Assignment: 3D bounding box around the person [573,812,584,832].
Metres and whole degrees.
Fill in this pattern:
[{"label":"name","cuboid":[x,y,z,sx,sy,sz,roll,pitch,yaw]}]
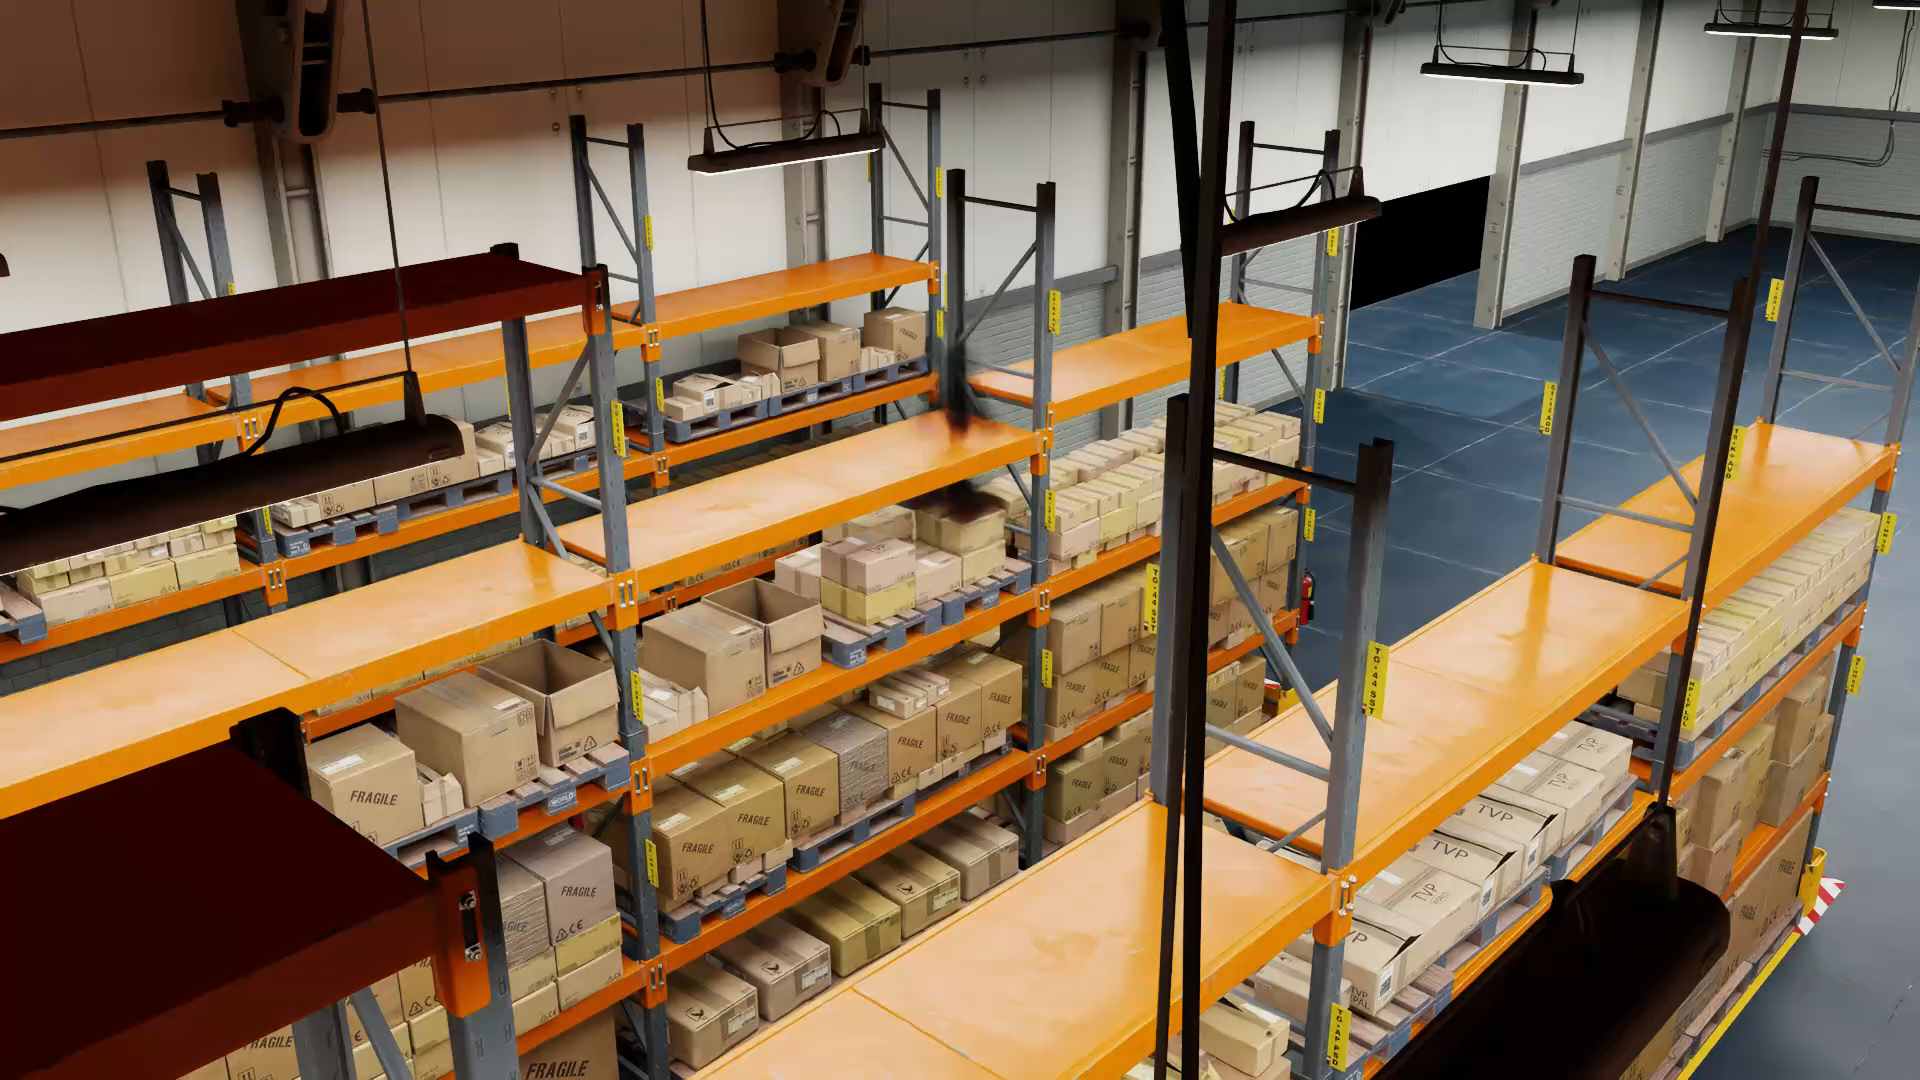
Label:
[{"label":"person","cuboid":[-2.926,2.606,13.046,0.703,1.685,0.701,17,27,37]}]
